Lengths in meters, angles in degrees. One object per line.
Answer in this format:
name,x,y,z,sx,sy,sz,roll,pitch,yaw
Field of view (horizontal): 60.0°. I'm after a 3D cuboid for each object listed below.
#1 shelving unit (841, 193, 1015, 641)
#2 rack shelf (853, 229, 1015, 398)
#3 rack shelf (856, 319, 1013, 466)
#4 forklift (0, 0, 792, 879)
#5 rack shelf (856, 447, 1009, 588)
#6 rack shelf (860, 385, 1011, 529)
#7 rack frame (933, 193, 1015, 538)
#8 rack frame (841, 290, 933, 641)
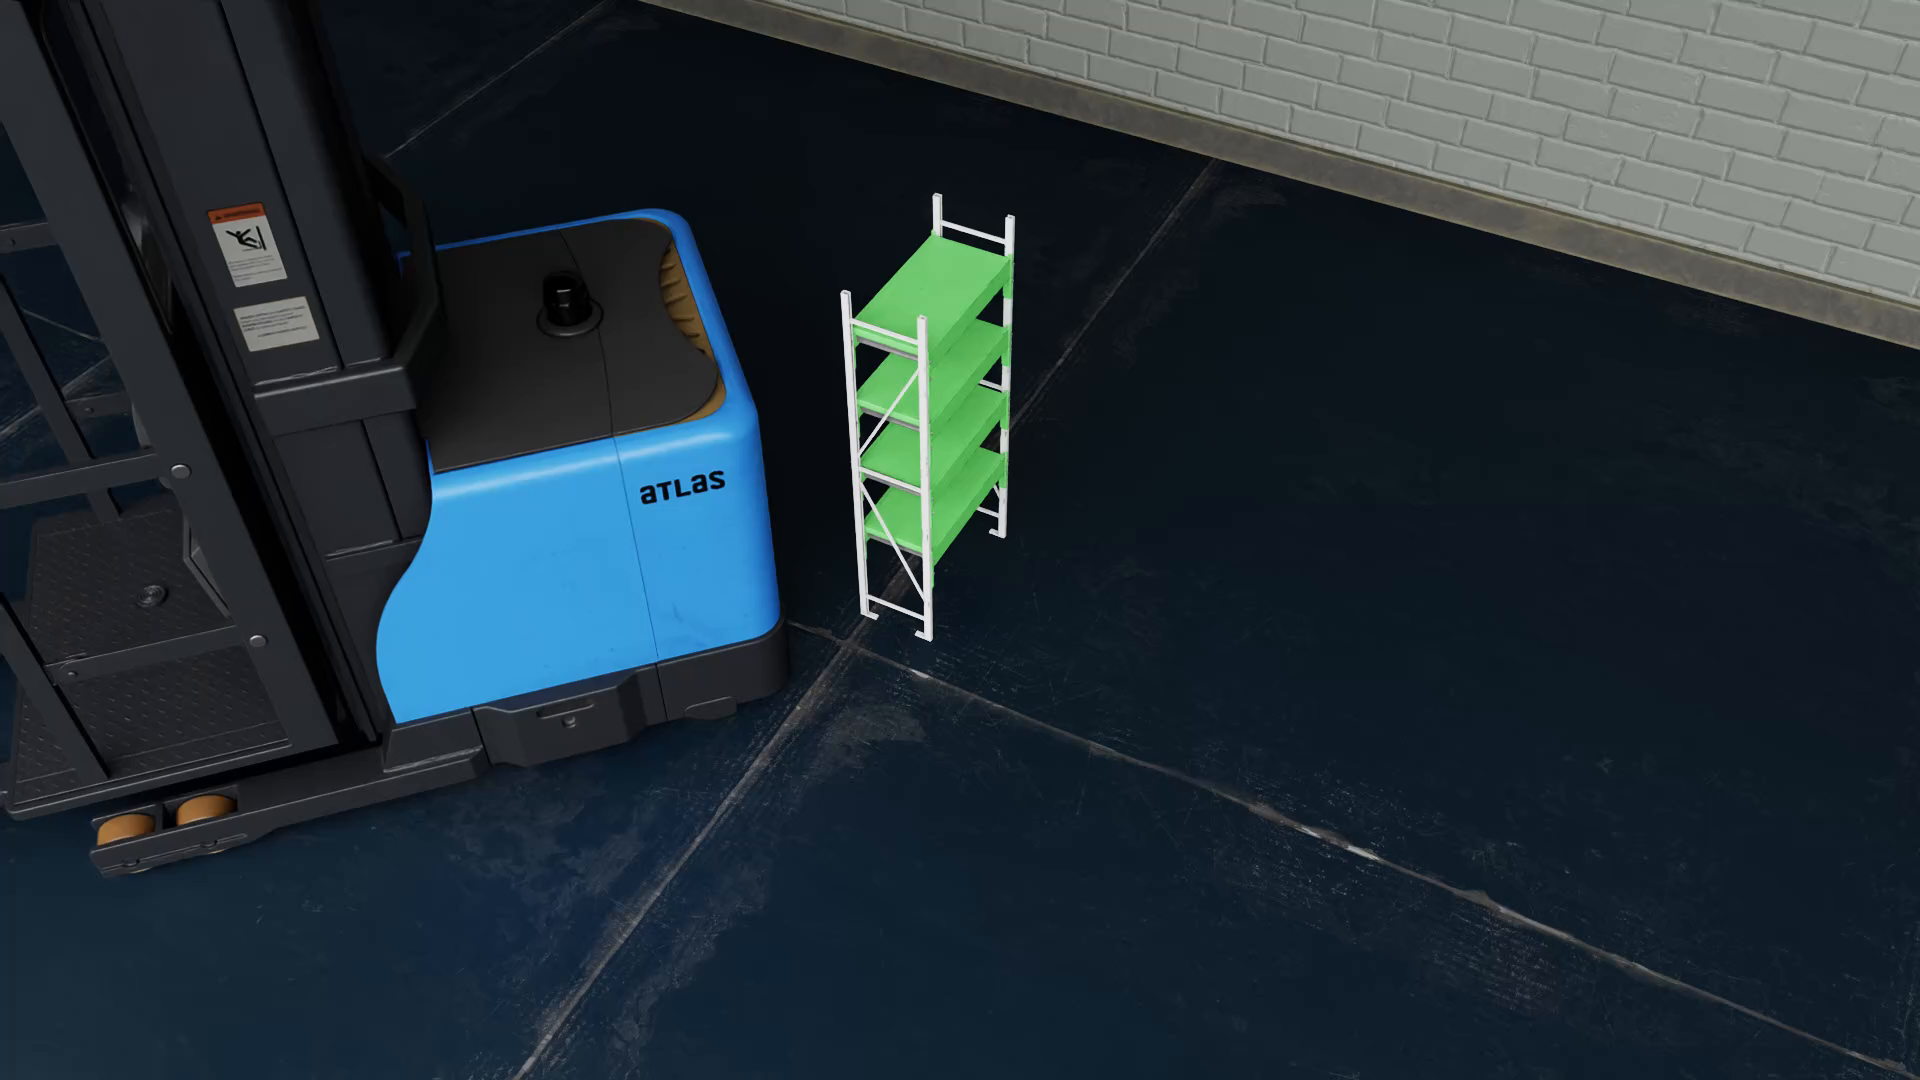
shelving unit,-0.077,-0.317,4.720,0.258,1.200,0.503,20,49,19
rack shelf,-0.077,-0.610,4.424,0.258,0.148,0.480,20,49,19
rack shelf,-0.077,-0.441,4.595,0.258,0.148,0.480,20,49,19
forklift,-2.059,-0.576,3.759,3.031,2.935,1.130,-13,47,-13
rack shelf,-0.077,-0.104,4.936,0.258,0.148,0.480,20,49,19
rack shelf,-0.077,-0.273,4.766,0.258,0.148,0.480,20,49,19
rack frame,0.036,-0.471,4.872,0.240,1.200,0.015,20,49,19
rack frame,-0.190,-0.164,4.568,0.240,1.200,0.015,20,49,19
